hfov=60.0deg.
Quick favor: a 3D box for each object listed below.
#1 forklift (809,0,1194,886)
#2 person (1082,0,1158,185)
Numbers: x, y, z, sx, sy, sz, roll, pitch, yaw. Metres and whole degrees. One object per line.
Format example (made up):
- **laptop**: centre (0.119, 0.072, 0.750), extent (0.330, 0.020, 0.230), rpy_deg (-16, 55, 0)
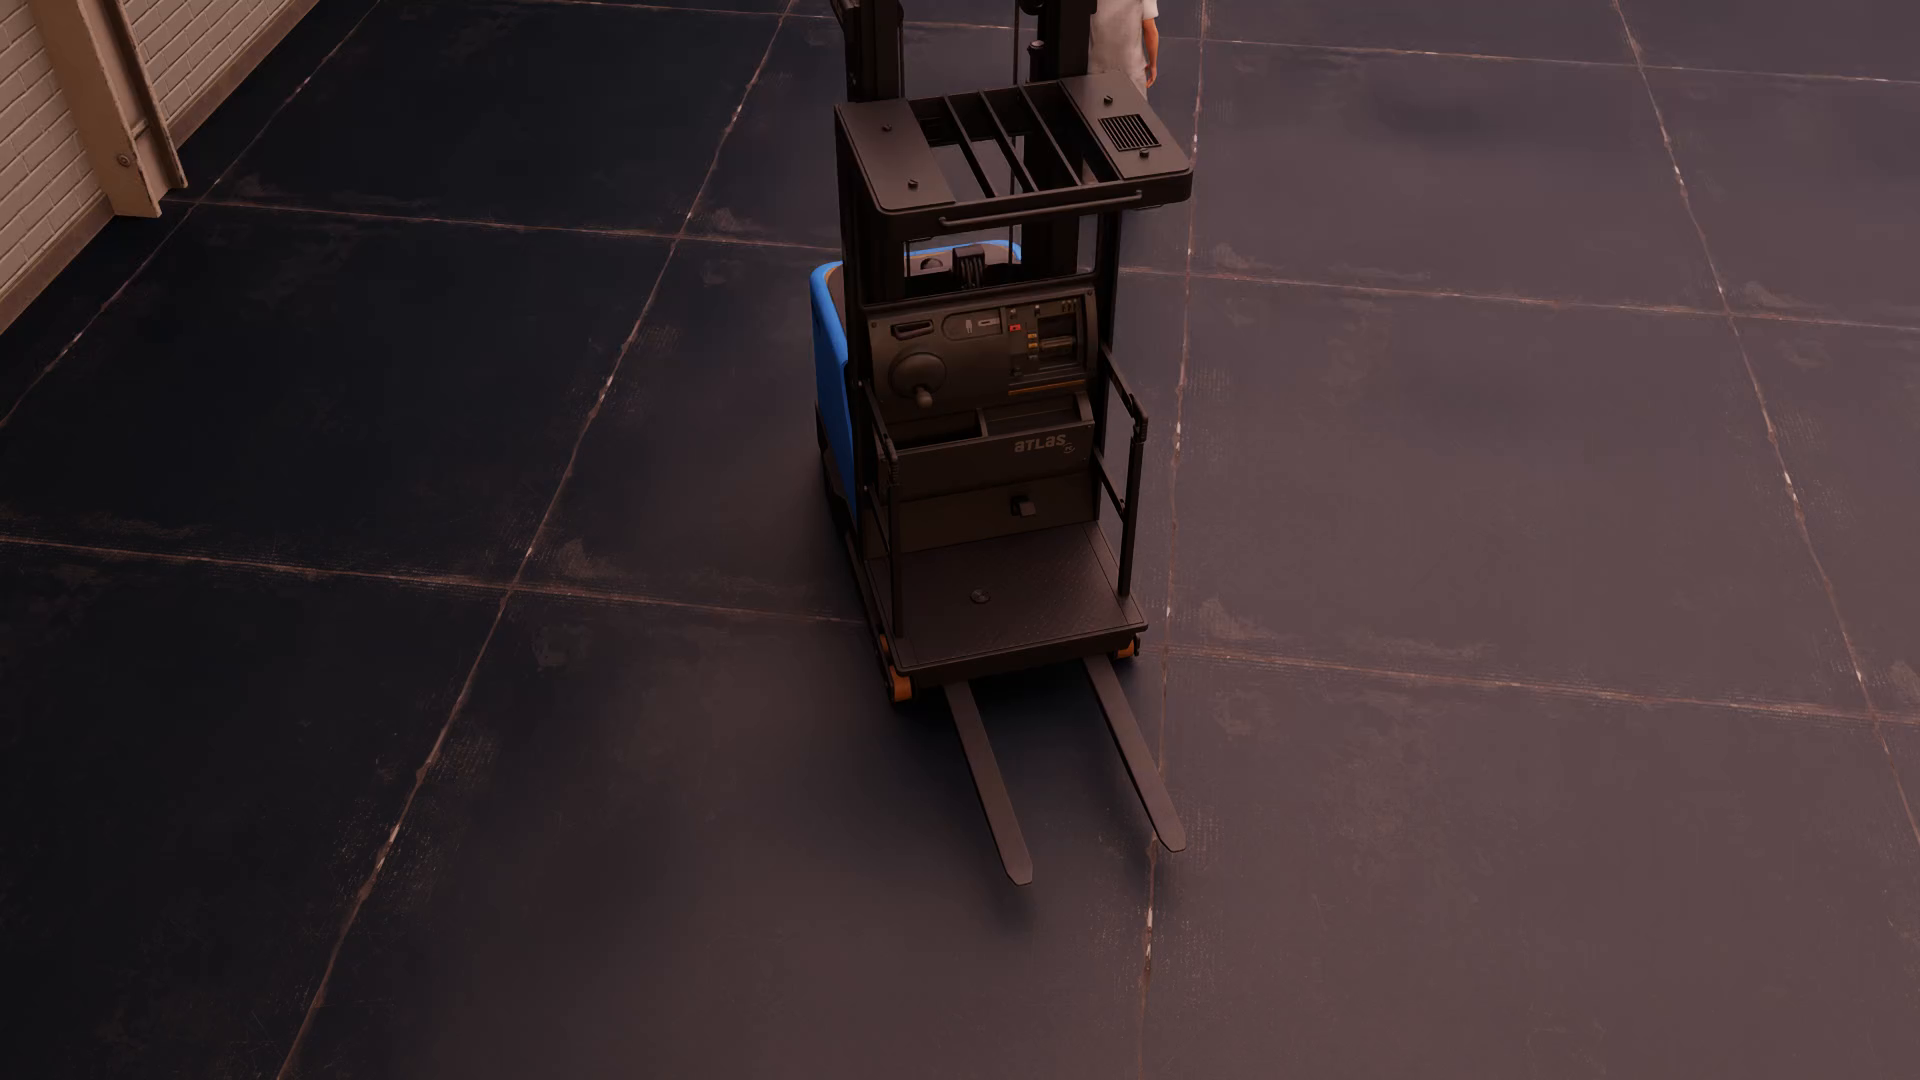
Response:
- **forklift**: centre (0.153, -0.681, 6.465), extent (1.130, 2.935, 3.031), rpy_deg (-10, 44, -11)
- **person**: centre (0.908, -2.749, 9.649), extent (0.514, 1.671, 0.364), rpy_deg (10, 43, 10)
